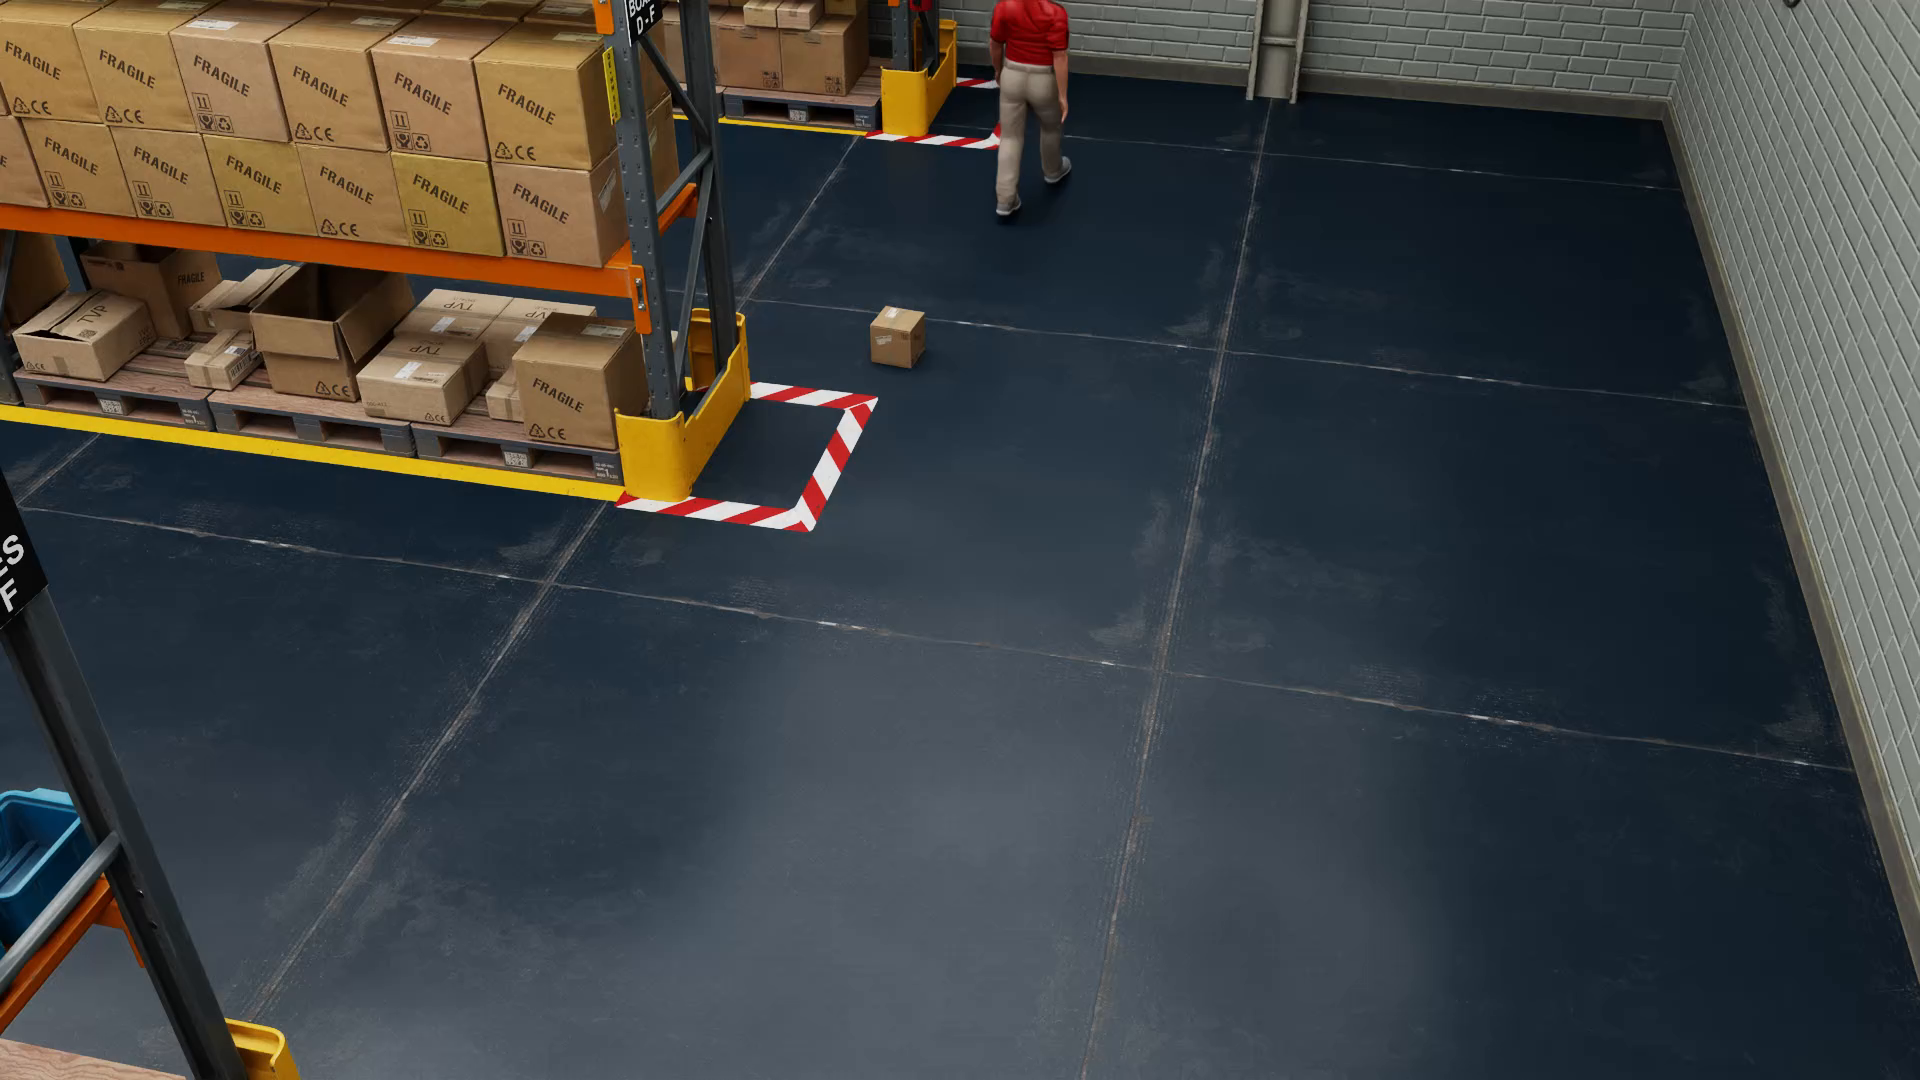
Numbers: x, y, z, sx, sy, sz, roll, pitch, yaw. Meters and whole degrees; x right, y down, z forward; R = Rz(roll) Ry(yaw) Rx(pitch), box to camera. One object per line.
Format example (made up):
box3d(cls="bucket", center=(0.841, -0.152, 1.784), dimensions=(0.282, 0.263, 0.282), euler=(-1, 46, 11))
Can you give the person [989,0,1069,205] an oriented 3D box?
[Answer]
box3d(cls="person", center=(0.472, -3.086, 11.124), dimensions=(0.575, 1.619, 0.800), euler=(8, 37, 10))
